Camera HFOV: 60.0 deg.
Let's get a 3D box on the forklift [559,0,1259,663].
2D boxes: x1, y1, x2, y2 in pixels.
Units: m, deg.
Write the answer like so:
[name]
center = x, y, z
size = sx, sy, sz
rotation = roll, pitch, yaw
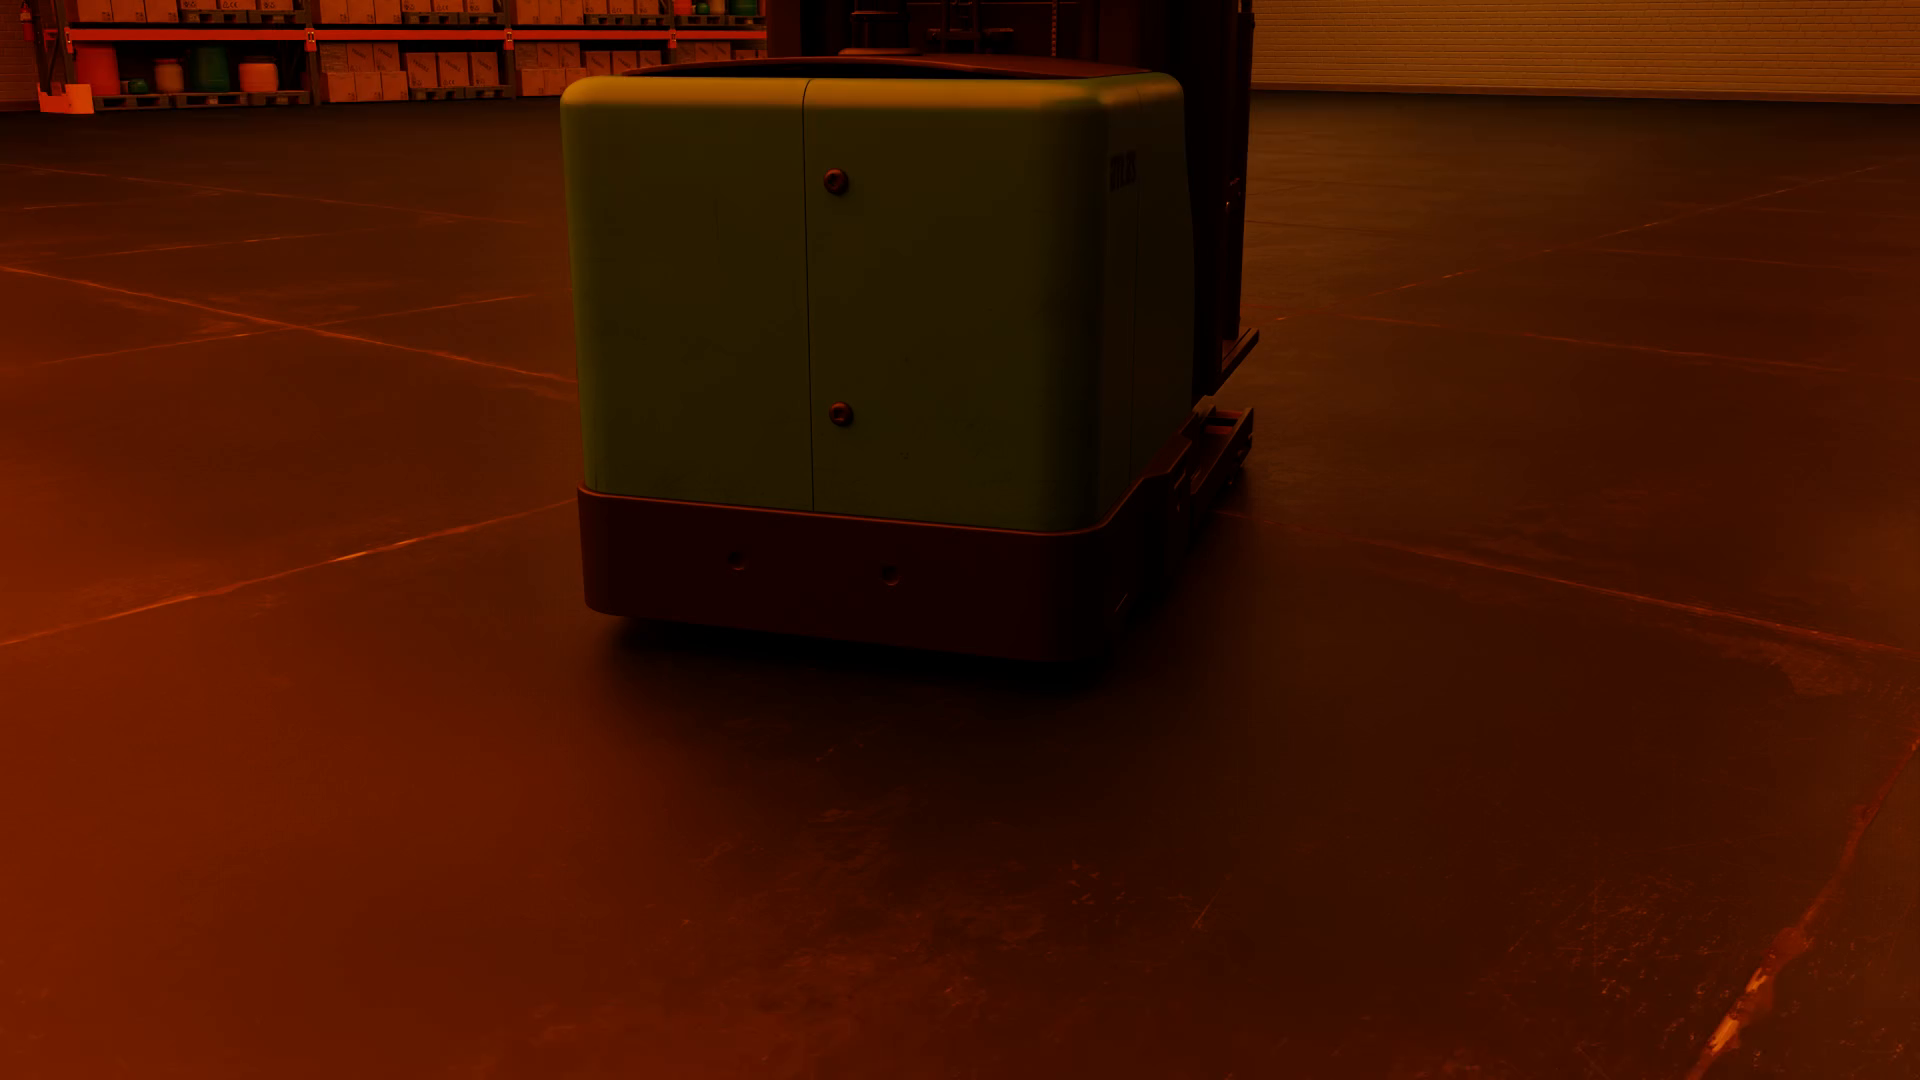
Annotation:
[forklift]
center = 0.182, -1.571, 4.072
size = 1.130, 2.935, 3.031
rotation = 5, 18, 17
